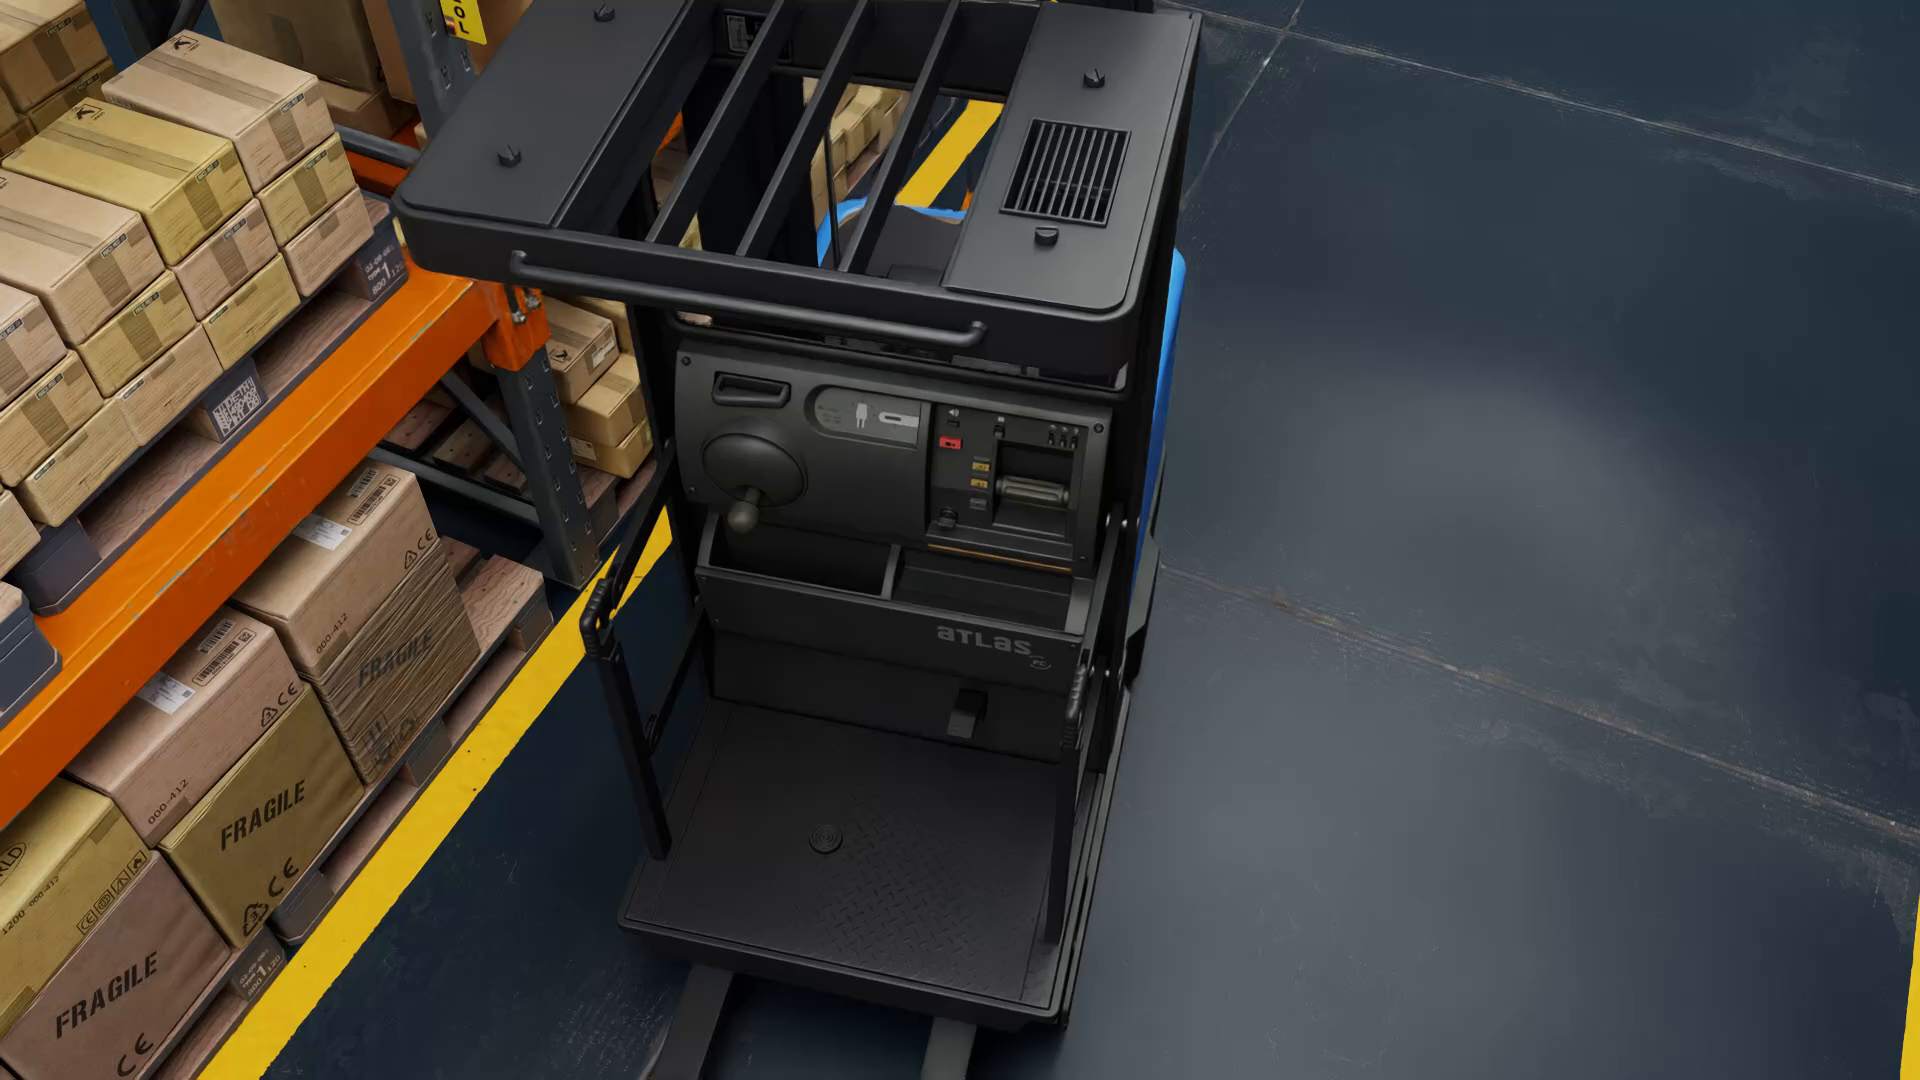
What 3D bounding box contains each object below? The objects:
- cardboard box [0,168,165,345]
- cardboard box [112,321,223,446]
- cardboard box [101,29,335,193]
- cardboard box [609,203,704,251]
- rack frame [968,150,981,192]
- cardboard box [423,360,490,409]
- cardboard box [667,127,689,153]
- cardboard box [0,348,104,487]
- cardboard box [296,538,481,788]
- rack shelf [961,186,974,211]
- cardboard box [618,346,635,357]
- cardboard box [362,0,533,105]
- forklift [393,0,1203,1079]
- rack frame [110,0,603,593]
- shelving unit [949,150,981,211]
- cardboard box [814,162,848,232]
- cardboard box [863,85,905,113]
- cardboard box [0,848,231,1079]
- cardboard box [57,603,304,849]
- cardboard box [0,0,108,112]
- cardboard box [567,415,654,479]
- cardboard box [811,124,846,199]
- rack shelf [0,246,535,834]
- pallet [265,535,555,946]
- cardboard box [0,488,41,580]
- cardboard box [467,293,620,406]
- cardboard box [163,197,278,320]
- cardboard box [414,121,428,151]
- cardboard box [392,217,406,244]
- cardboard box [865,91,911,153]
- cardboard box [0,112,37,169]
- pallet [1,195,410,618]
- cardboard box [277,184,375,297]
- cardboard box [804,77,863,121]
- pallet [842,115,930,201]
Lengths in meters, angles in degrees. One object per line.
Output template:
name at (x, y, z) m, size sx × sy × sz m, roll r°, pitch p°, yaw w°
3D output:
cardboard box at (-1.812, -0.561, 3.256) m, size 0.380 × 0.149 × 0.250 m, roll 18°, pitch 52°, yaw 15°
cardboard box at (-1.801, -0.382, 3.495) m, size 0.380 × 0.149 × 0.250 m, roll 20°, pitch 52°, yaw 16°
cardboard box at (-1.586, -0.923, 3.565) m, size 0.380 × 0.149 × 0.250 m, roll 22°, pitch 53°, yaw 18°
cardboard box at (-1.022, -0.951, 5.295) m, size 0.380 × 0.149 × 0.250 m, roll 19°, pitch 52°, yaw 16°
rack frame at (0.121, -0.773, 5.219) m, size 0.200 × 1.050 × 0.008 m, roll 10°, pitch 50°, yaw 8°
cardboard box at (-1.732, -0.609, 5.395) m, size 0.380 × 0.149 × 0.250 m, roll 20°, pitch 53°, yaw 17°
cardboard box at (-0.749, -1.287, 5.581) m, size 0.380 × 0.149 × 0.250 m, roll 21°, pitch 53°, yaw 17°
cardboard box at (-1.916, -0.287, 3.219) m, size 0.380 × 0.149 × 0.250 m, roll 18°, pitch 52°, yaw 15°
cardboard box at (-1.680, 0.250, 4.433) m, size 0.500 × 0.500 × 0.500 m, roll 19°, pitch 52°, yaw 15°
rack shelf at (0.094, -0.860, 4.934) m, size 0.215 × 0.259 × 0.240 m, roll 10°, pitch 50°, yaw 8°
cardboard box at (-1.120, -0.673, 5.254) m, size 0.380 × 0.149 × 0.250 m, roll 20°, pitch 53°, yaw 16°
cardboard box at (-1.152, -1.404, 4.214) m, size 0.500 × 0.500 × 0.500 m, roll 19°, pitch 52°, yaw 15°
forklift at (-0.199, -0.058, 3.375) m, size 1.130 × 2.935 × 3.031 m, roll 10°, pitch 50°, yaw 8°
rack frame at (-1.591, -1.016, 4.145) m, size 1.000 × 3.000 × 0.127 m, roll 20°, pitch 52°, yaw 16°
shelving unit at (0.094, -0.683, 5.142) m, size 0.215 × 1.050 × 0.252 m, roll 10°, pitch 50°, yaw 8°
cardboard box at (-0.628, -1.281, 5.966) m, size 0.380 × 0.149 × 0.250 m, roll 19°, pitch 52°, yaw 15°
cardboard box at (-0.406, -1.733, 6.156) m, size 0.380 × 0.149 × 0.250 m, roll 22°, pitch 53°, yaw 18°
cardboard box at (-2.122, 0.955, 3.834) m, size 0.500 × 0.500 × 0.500 m, roll 19°, pitch 52°, yaw 15°
cardboard box at (-1.912, 0.360, 3.847) m, size 0.500 × 0.250 × 0.500 m, roll 22°, pitch 53°, yaw 18°
cardboard box at (-2.175, -1.142, 3.750) m, size 0.380 × 0.149 × 0.250 m, roll 22°, pitch 53°, yaw 18°
cardboard box at (-1.145, -0.374, 5.195) m, size 0.380 × 0.149 × 0.250 m, roll 18°, pitch 52°, yaw 15°
cardboard box at (-0.627, -1.373, 5.849) m, size 0.380 × 0.149 × 0.250 m, roll 19°, pitch 52°, yaw 16°
rack shelf at (-2.446, 0.595, 3.247) m, size 1.077 × 0.370 × 4.000 m, roll 20°, pitch 52°, yaw 16°
pallet at (-1.923, 0.425, 4.750) m, size 1.003 × 0.211 × 1.213 m, roll 20°, pitch 52°, yaw 16°
cardboard box at (-2.022, -0.016, 3.184) m, size 0.380 × 0.149 × 0.250 m, roll 18°, pitch 52°, yaw 15°
cardboard box at (-1.257, -0.591, 4.988) m, size 0.380 × 0.149 × 0.250 m, roll 22°, pitch 53°, yaw 18°
cardboard box at (-1.694, -0.647, 3.525) m, size 0.380 × 0.149 × 0.250 m, roll 20°, pitch 53°, yaw 16°
cardboard box at (-1.174, -1.023, 4.316) m, size 0.380 × 0.149 × 0.250 m, roll 22°, pitch 53°, yaw 17°
cardboard box at (-1.601, -0.939, 5.285) m, size 0.380 × 0.149 × 0.250 m, roll 20°, pitch 53°, yaw 17°
cardboard box at (-0.409, -1.636, 6.269) m, size 0.380 × 0.149 × 0.250 m, roll 21°, pitch 53°, yaw 17°
cardboard box at (-2.284, -0.866, 3.711) m, size 0.380 × 0.149 × 0.250 m, roll 19°, pitch 52°, yaw 15°
pallet at (-2.049, -0.475, 3.810) m, size 1.003 × 0.211 × 1.213 m, roll 20°, pitch 52°, yaw 16°
cardboard box at (-1.582, -0.732, 3.793) m, size 0.380 × 0.149 × 0.250 m, roll 19°, pitch 52°, yaw 15°
cardboard box at (-0.566, -1.658, 5.897) m, size 0.380 × 0.149 × 0.250 m, roll 20°, pitch 52°, yaw 16°
pallet at (-0.816, -1.429, 6.327) m, size 1.003 × 0.211 × 1.213 m, roll 20°, pitch 52°, yaw 16°
